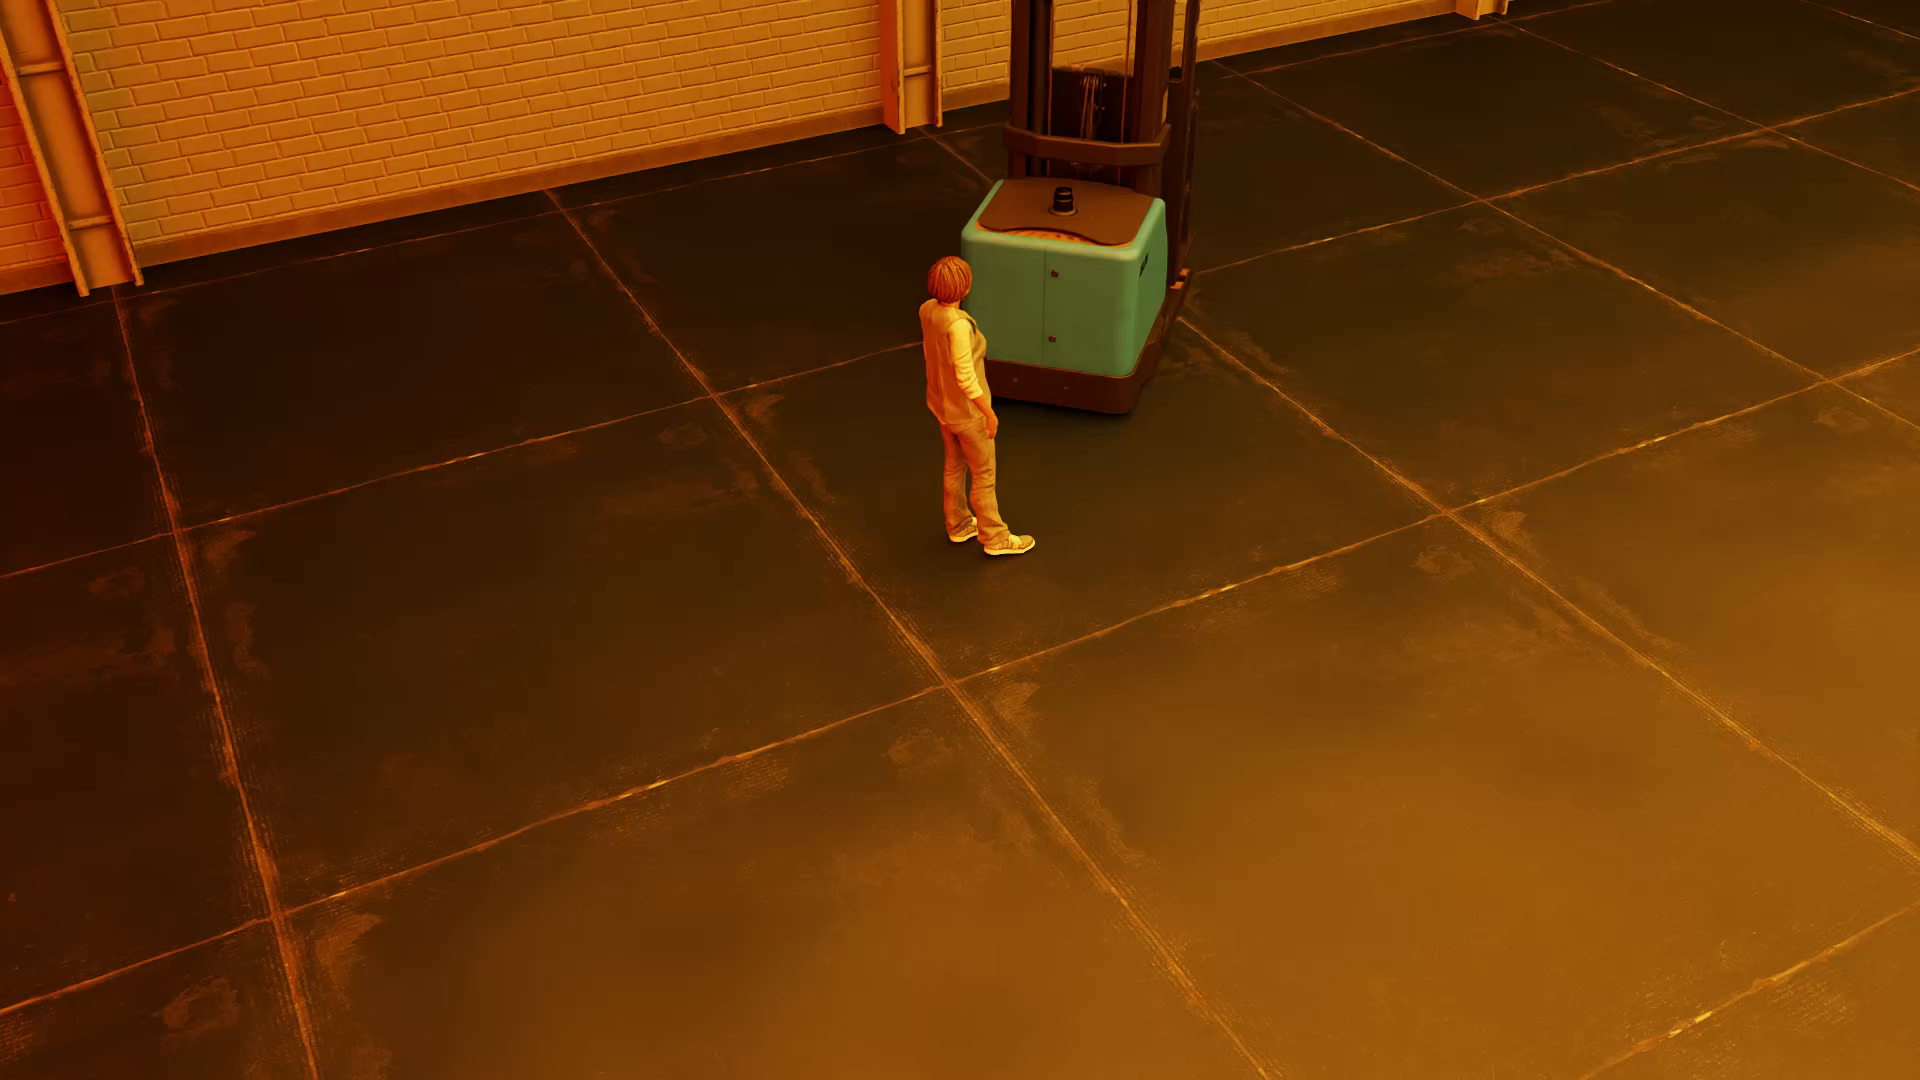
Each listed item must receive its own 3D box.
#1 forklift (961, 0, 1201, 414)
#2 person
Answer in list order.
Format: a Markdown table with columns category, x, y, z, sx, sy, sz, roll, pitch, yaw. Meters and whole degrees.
| category | x | y | z | sx | sy | sz | roll | pitch | yaw |
| --- | --- | --- | --- | --- | --- | --- | --- | --- | --- |
| forklift | 0.904 | -2.770 | 10.042 | 1.130 | 2.935 | 3.031 | 10 | 36 | 14 |
| person | 0.071 | -0.671 | 8.215 | 0.475 | 1.596 | 0.521 | -17 | 39 | -23 |
